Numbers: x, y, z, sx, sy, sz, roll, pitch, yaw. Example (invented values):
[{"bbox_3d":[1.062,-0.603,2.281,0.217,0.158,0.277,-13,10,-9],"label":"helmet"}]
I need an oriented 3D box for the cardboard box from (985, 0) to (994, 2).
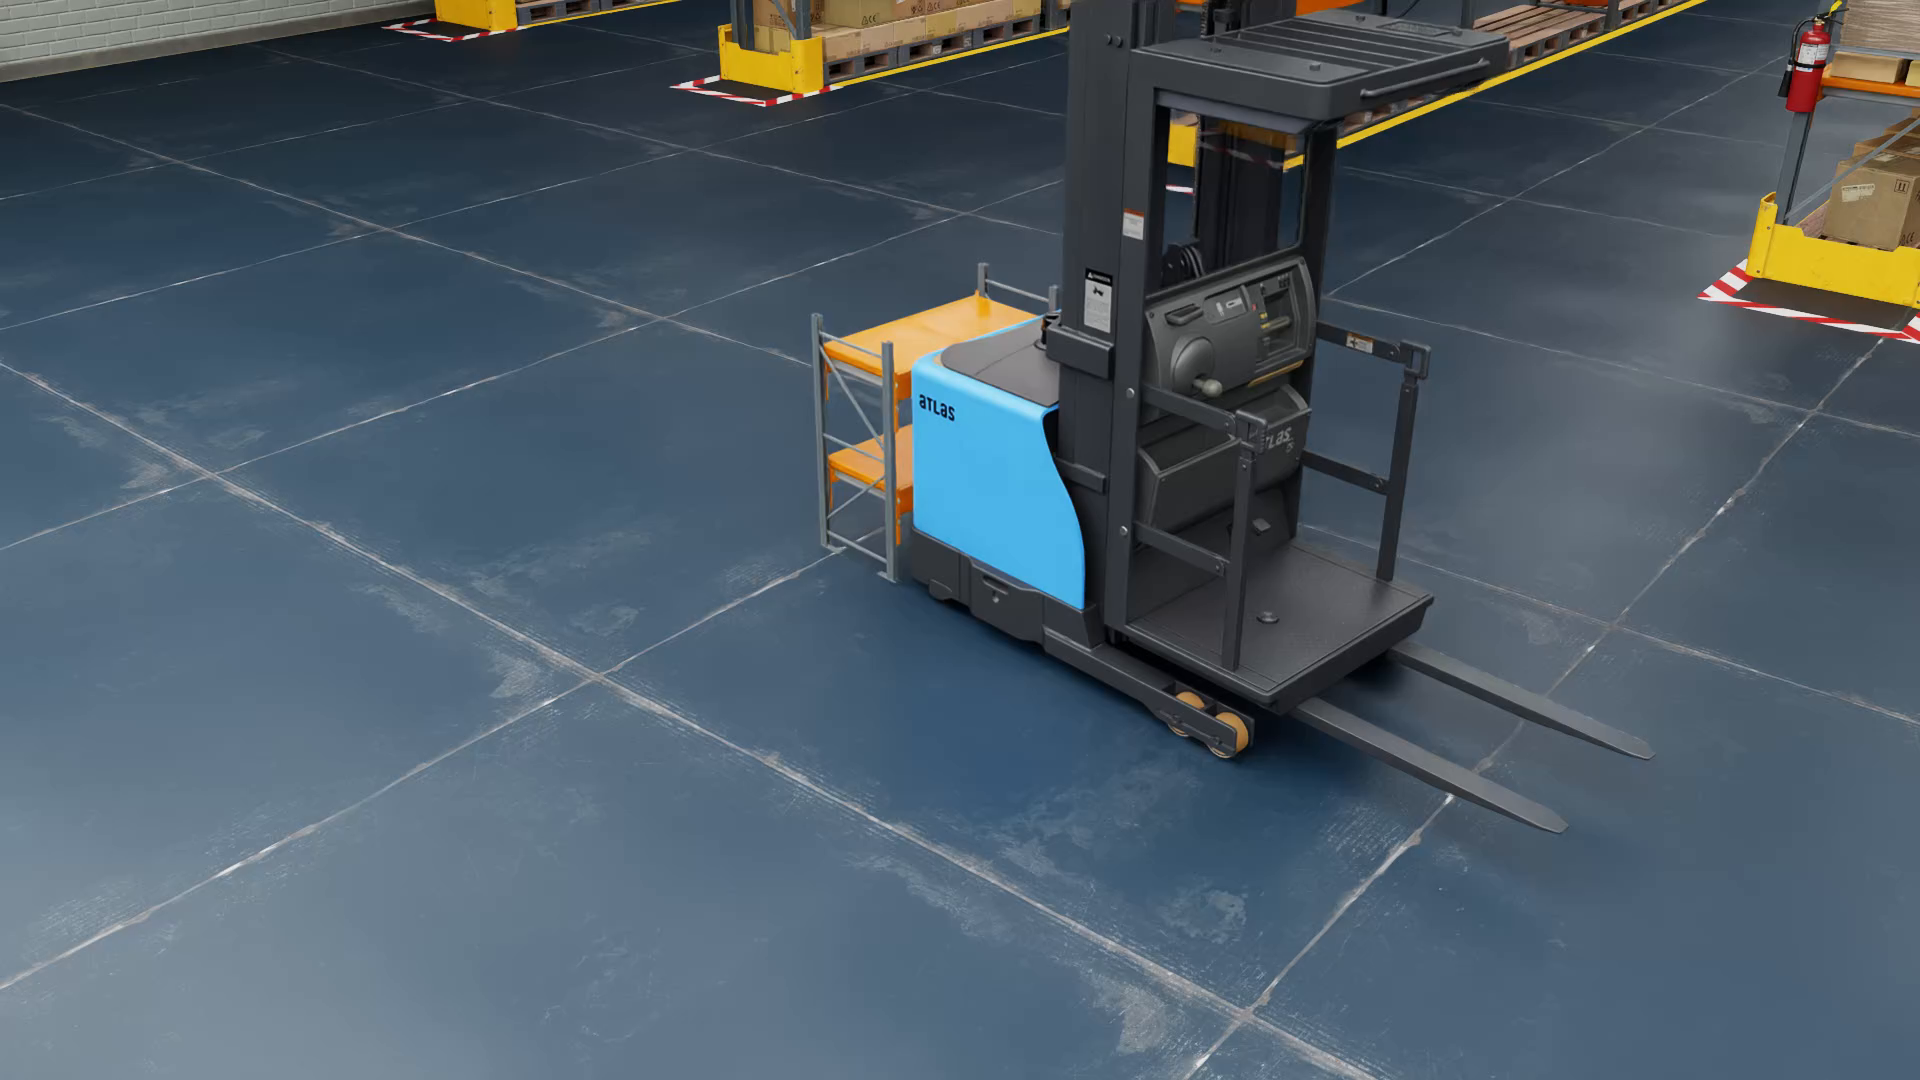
[{"bbox_3d":[0.235,-6.197,18.184,0.500,0.500,0.500,21,34,34],"label":"cardboard box"}]

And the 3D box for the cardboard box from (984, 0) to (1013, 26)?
[{"bbox_3d":[0.237,-5.863,18.355,0.500,0.250,0.500,21,34,34],"label":"cardboard box"}]

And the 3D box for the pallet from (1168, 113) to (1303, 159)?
[{"bbox_3d":[2.497,-3.522,14.329,1.003,0.211,1.213,21,34,34],"label":"pallet"}]

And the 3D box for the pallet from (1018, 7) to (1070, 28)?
[{"bbox_3d":[1.127,-6.335,19.766,1.003,0.211,1.213,21,34,34],"label":"pallet"}]

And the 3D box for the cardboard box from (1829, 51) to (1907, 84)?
[{"bbox_3d":[5.808,-3.036,10.627,0.380,0.149,0.250,21,34,34],"label":"cardboard box"}]

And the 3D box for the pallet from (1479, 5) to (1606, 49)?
[{"bbox_3d":[6.530,-5.768,18.670,1.003,0.211,1.213,21,34,34],"label":"pallet"}]

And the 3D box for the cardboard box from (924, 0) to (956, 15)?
[{"bbox_3d":[-0.387,-5.837,17.488,0.500,0.500,0.500,21,34,34],"label":"cardboard box"}]

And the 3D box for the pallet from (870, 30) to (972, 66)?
[{"bbox_3d":[-0.625,-5.358,17.878,1.003,0.211,1.213,21,34,34],"label":"pallet"}]

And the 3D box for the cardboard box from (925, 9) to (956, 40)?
[{"bbox_3d":[-0.388,-5.504,17.661,0.500,0.250,0.500,21,34,34],"label":"cardboard box"}]

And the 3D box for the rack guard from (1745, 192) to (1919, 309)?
[{"bbox_3d":[5.834,-1.903,10.884,1.175,0.500,0.348,21,34,34],"label":"rack guard"}]

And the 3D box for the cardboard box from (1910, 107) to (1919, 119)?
[{"bbox_3d":[7.687,-3.145,12.828,0.500,0.500,0.500,-16,31,-28],"label":"cardboard box"}]

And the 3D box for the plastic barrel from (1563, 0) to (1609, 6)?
[{"bbox_3d":[7.351,-6.671,19.286,0.600,0.830,0.708,21,34,34],"label":"plastic barrel"}]

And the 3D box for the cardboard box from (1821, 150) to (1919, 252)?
[{"bbox_3d":[6.196,-2.279,11.154,0.500,0.500,0.500,-21,34,-35],"label":"cardboard box"}]

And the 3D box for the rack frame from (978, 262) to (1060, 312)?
[{"bbox_3d":[0.269,-0.722,7.922,0.032,1.125,0.500,-24,36,-38],"label":"rack frame"}]

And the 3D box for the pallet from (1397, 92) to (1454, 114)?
[{"bbox_3d":[4.049,-4.387,16.001,1.003,0.211,1.213,21,34,34],"label":"pallet"}]

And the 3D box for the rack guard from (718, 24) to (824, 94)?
[{"bbox_3d":[-1.871,-4.764,16.415,1.175,0.500,0.348,21,34,34],"label":"rack guard"}]

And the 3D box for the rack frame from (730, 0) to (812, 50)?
[{"bbox_3d":[-1.856,-5.883,15.857,1.000,3.000,0.127,21,34,34],"label":"rack frame"}]

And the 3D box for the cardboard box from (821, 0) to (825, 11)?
[{"bbox_3d":[-1.119,-5.817,17.449,0.500,0.500,0.500,21,34,34],"label":"cardboard box"}]

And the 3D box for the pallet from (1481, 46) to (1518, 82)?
[{"bbox_3d":[4.978,-4.903,16.998,1.003,0.211,1.213,21,34,34],"label":"pallet"}]

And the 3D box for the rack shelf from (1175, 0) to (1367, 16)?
[{"bbox_3d":[3.236,-4.823,14.592,1.077,0.370,4.000,21,34,34],"label":"rack shelf"}]

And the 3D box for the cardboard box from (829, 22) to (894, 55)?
[{"bbox_3d":[-1.028,-5.151,16.979,0.500,0.250,0.500,21,34,34],"label":"cardboard box"}]

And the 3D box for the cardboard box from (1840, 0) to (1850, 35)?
[{"bbox_3d":[6.382,-3.562,10.938,0.875,0.500,0.500,21,34,34],"label":"cardboard box"}]

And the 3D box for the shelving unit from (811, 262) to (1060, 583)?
[{"bbox_3d":[-0.095,-0.559,7.607,1.048,1.125,0.538,-24,36,-38],"label":"shelving unit"}]

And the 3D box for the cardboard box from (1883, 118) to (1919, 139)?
[{"bbox_3d":[6.963,-2.717,12.001,0.500,0.500,0.500,25,36,39],"label":"cardboard box"}]

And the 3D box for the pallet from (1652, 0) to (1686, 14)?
[{"bbox_3d":[8.298,-6.754,20.576,1.003,0.211,1.213,21,34,34],"label":"pallet"}]

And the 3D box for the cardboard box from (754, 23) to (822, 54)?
[{"bbox_3d":[-1.743,-5.124,16.926,0.500,0.250,0.500,21,34,34],"label":"cardboard box"}]

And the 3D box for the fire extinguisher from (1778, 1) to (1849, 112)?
[{"bbox_3d":[5.358,-3.046,10.457,0.296,0.674,0.183,21,34,34],"label":"fire extinguisher"}]

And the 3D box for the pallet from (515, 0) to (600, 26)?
[{"bbox_3d":[-5.088,-6.395,19.882,1.003,0.211,1.213,21,34,34],"label":"pallet"}]

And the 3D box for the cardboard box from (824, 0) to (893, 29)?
[{"bbox_3d":[-1.026,-5.484,16.805,0.500,0.500,0.500,21,34,34],"label":"cardboard box"}]

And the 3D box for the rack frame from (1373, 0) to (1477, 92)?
[{"bbox_3d":[4.508,-5.852,15.797,1.000,3.000,0.127,21,34,34],"label":"rack frame"}]

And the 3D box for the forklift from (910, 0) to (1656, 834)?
[{"bbox_3d":[1.160,-0.759,6.027,1.130,2.935,3.031,-23,35,-38],"label":"forklift"}]

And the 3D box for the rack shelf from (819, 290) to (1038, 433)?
[{"bbox_3d":[-0.095,-0.819,7.473,1.000,0.278,0.538,-24,36,-38],"label":"rack shelf"}]
